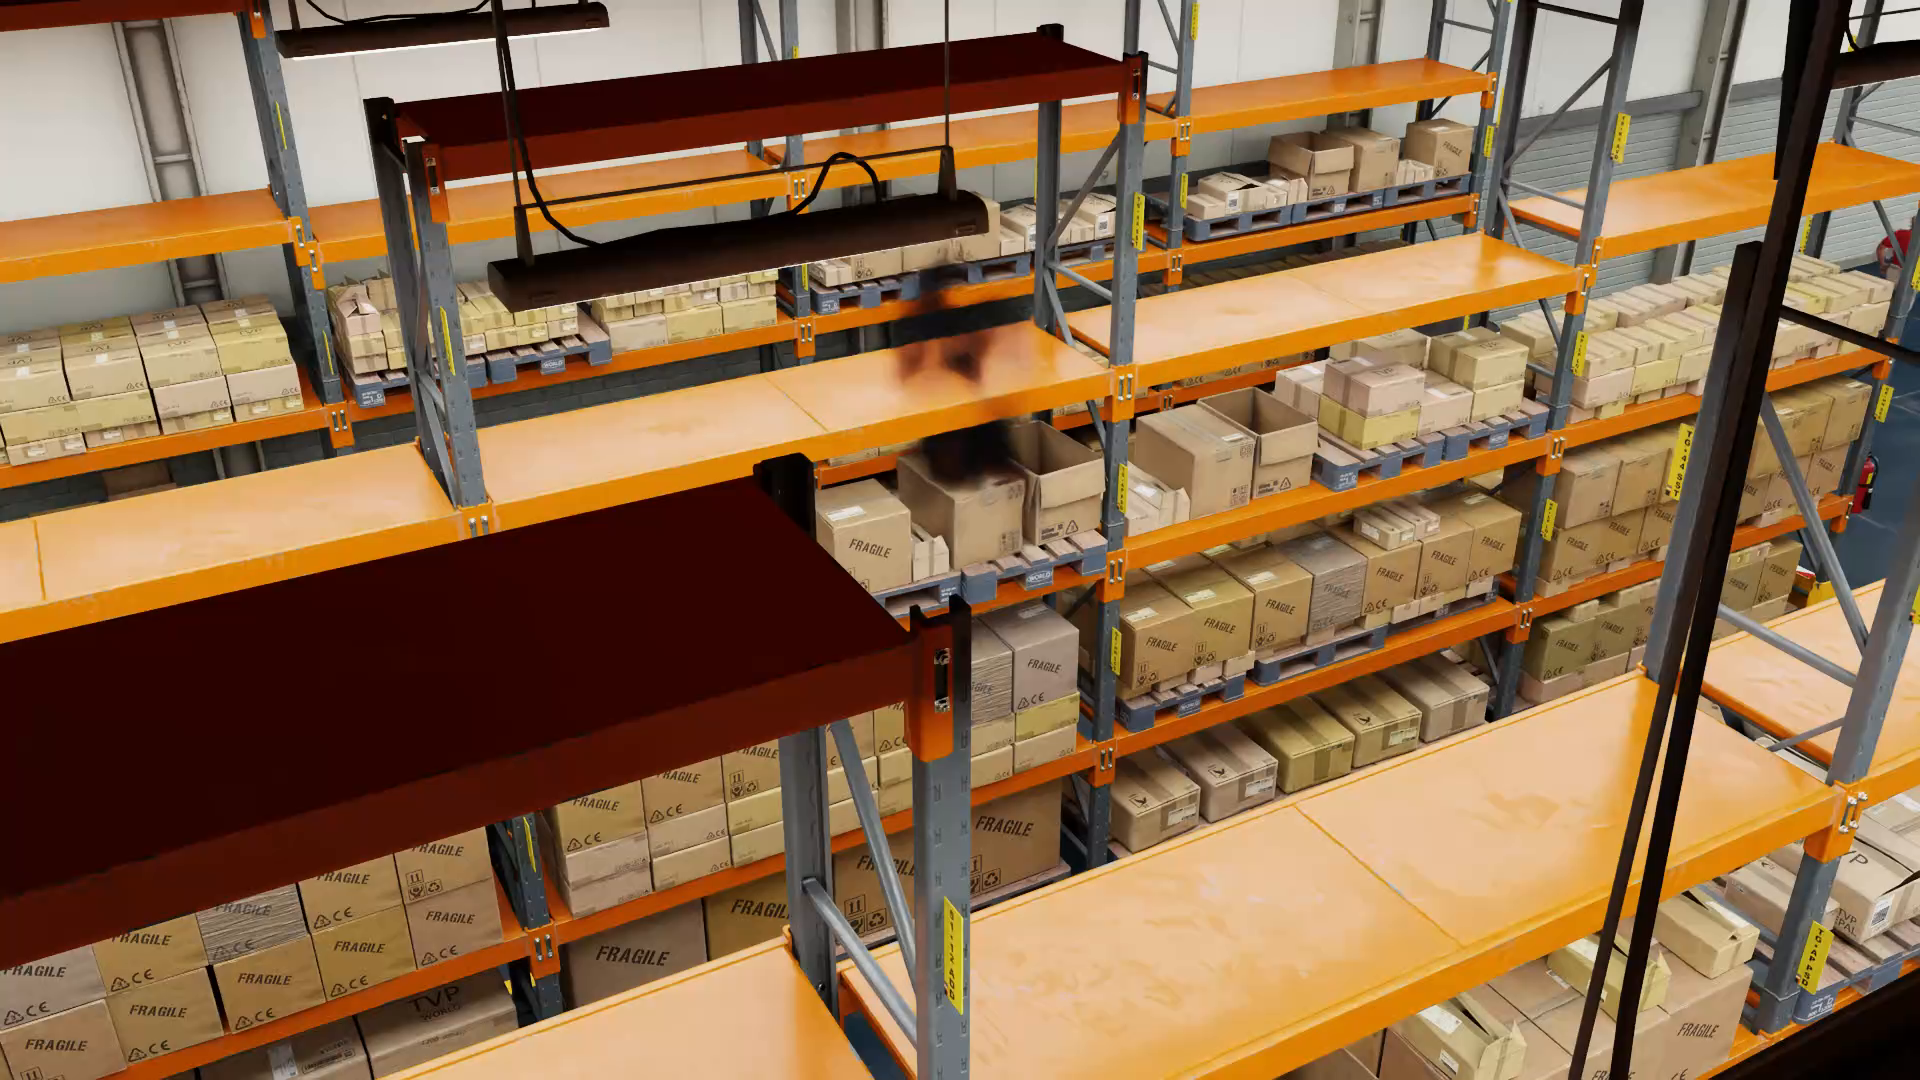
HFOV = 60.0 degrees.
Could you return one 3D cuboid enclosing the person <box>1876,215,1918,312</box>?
[{"bbox_3d":[12.285,-3.422,21.651,0.611,1.692,0.705,-18,33,-30],"label":"person"}]
